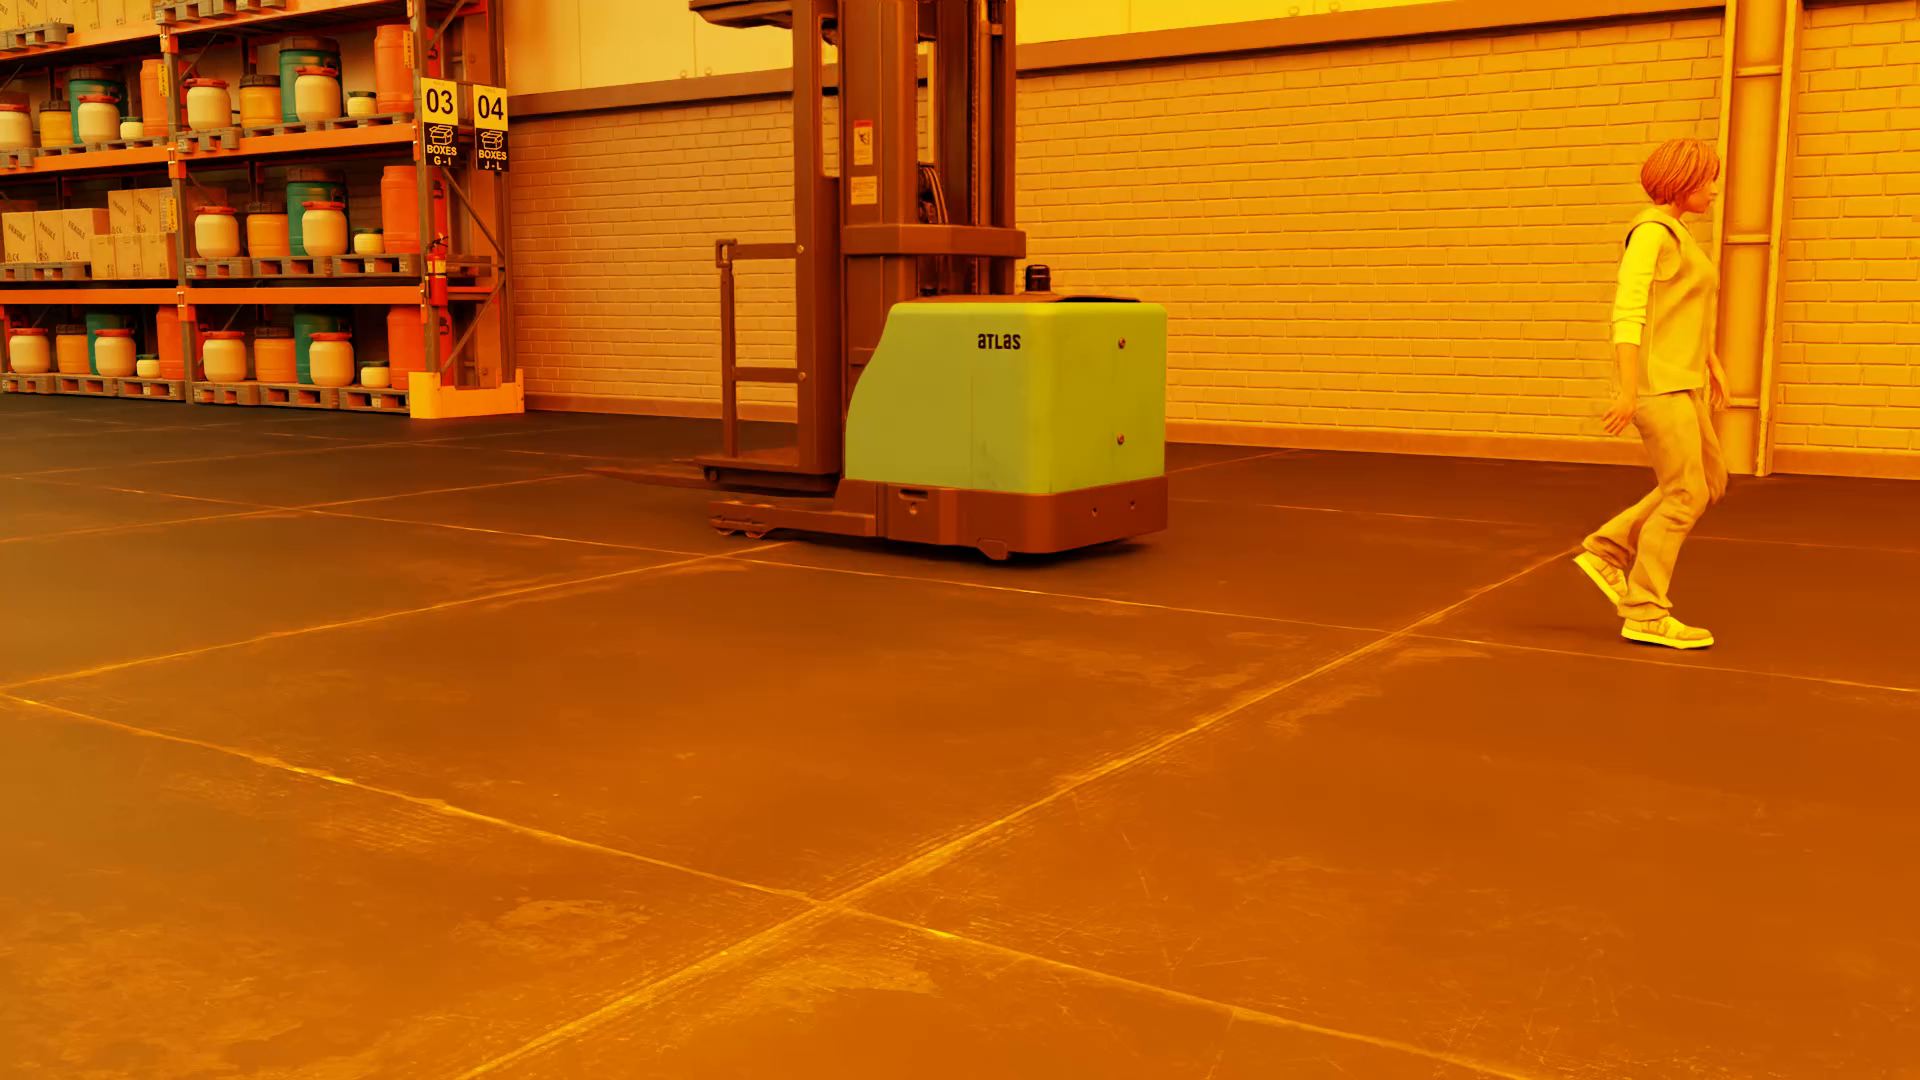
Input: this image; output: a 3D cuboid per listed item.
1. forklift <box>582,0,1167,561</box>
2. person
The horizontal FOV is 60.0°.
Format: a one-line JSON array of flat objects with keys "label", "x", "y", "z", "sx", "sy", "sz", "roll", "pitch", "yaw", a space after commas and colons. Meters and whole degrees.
[{"label": "forklift", "x": -0.553, "y": -1.506, "z": 7.787, "sx": 3.031, "sy": 2.935, "sz": 1.130, "roll": 6, "pitch": 10, "yaw": 37}, {"label": "person", "x": 2.196, "y": -0.454, "z": 5.251, "sx": 0.444, "sy": 1.567, "sz": 0.600, "roll": 4, "pitch": 9, "yaw": 25}]
